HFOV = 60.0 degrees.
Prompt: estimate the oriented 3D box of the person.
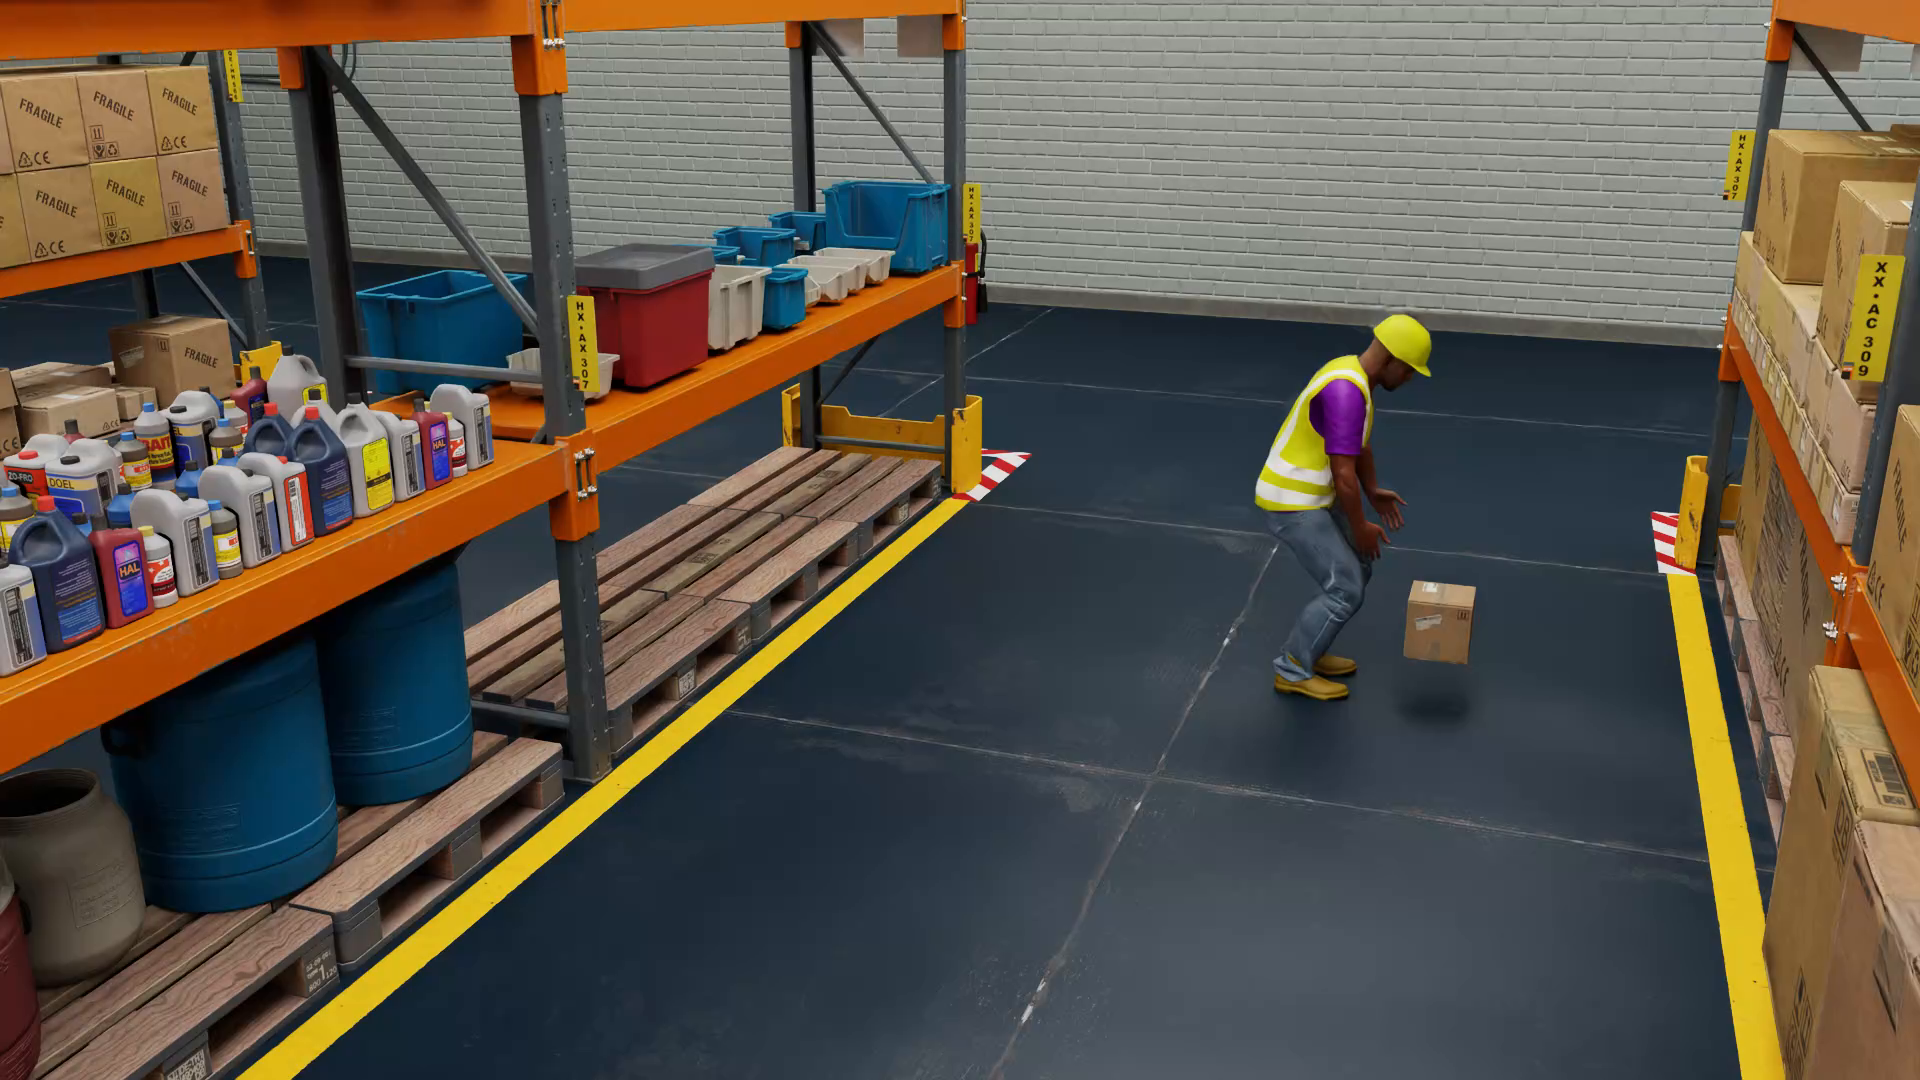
[{"bbox_3d":[1.544,-0.186,6.793,0.644,1.505,0.621,7,20,19],"label":"person"}]
